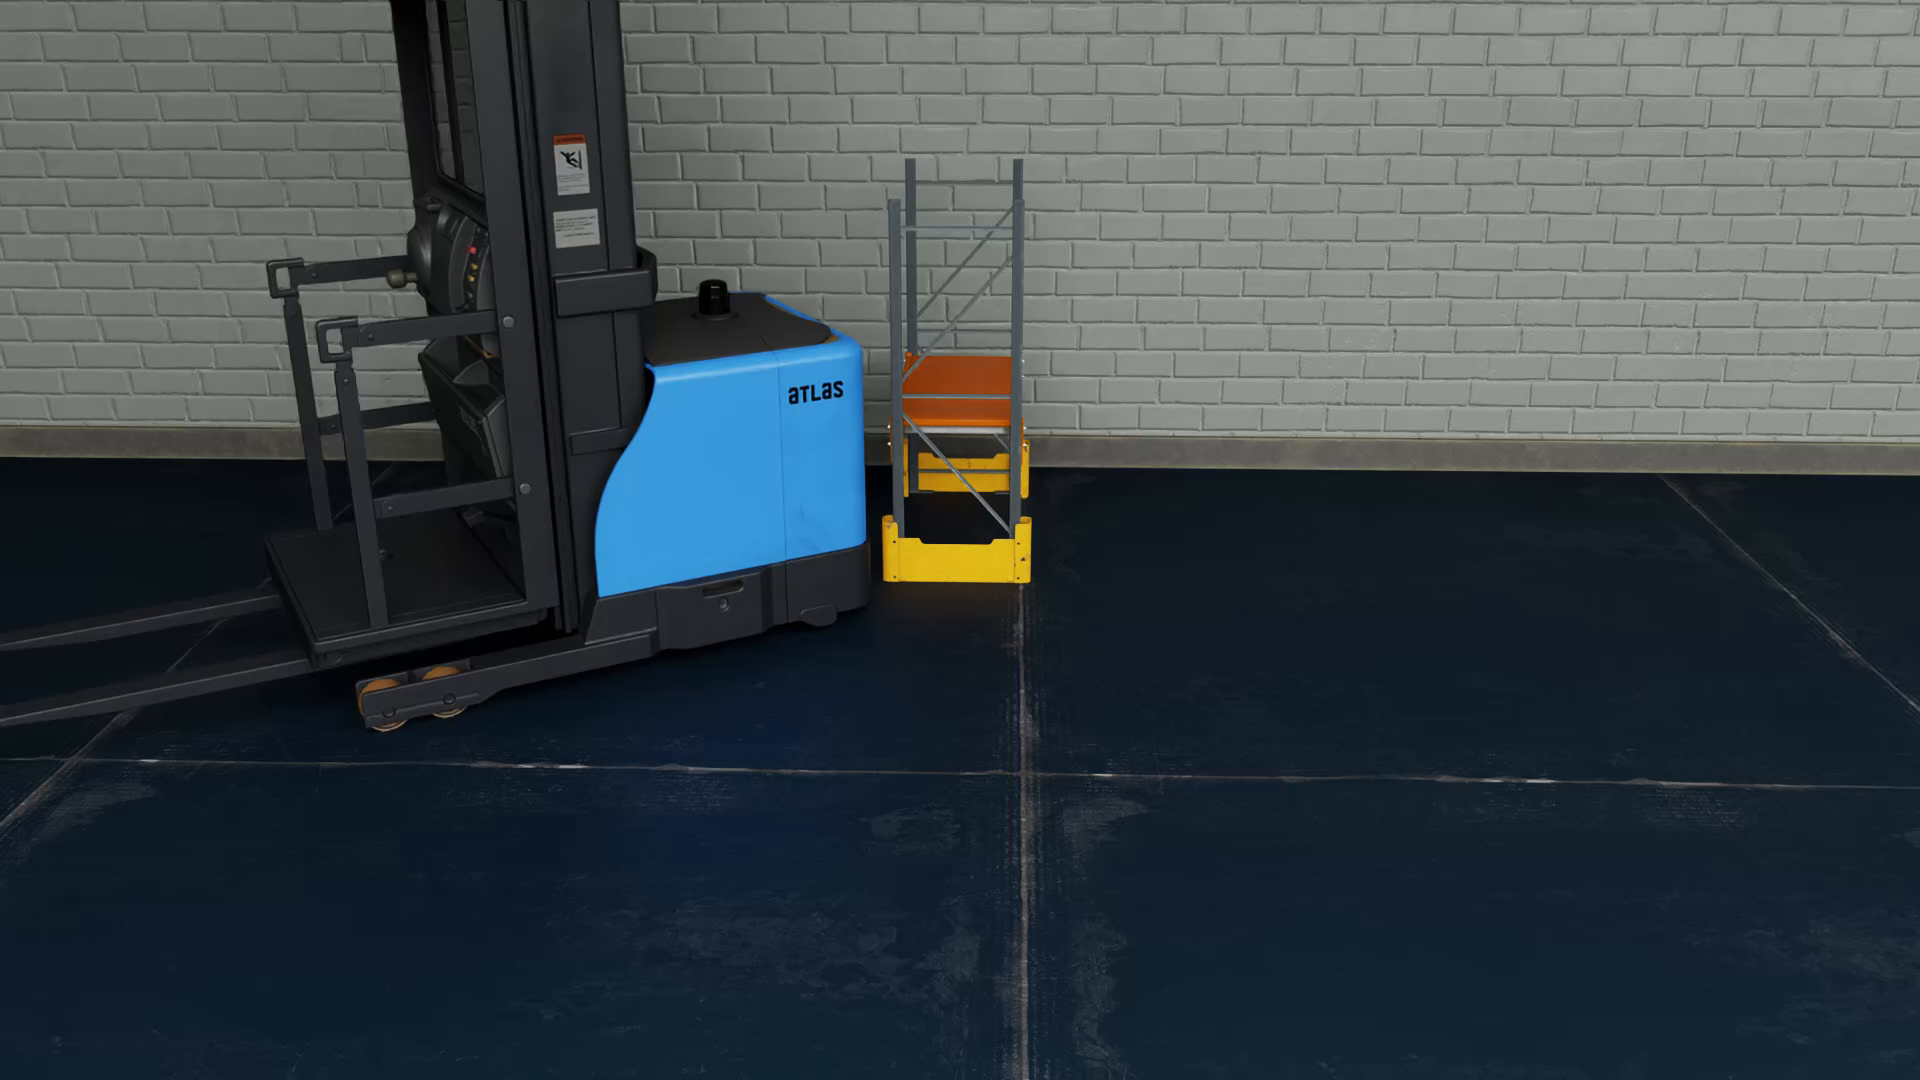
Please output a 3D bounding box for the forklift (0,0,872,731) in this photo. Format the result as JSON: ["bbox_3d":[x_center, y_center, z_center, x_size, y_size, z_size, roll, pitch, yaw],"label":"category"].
[{"bbox_3d":[-1.873,-0.961,5.455,3.031,2.935,1.130,-11,24,-27],"label":"forklift"}]

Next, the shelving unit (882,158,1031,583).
[{"bbox_3d":[0.002,-0.727,6.829,0.587,1.500,1.083,1,21,2],"label":"shelving unit"}]

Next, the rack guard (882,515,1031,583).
[{"bbox_3d":[-0.013,0.036,6.591,0.587,0.250,0.087,1,21,2],"label":"rack guard"}]

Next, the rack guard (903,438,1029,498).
[{"bbox_3d":[0.017,-0.324,7.519,0.587,0.250,0.087,1,21,2],"label":"rack guard"}]

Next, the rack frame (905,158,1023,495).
[{"bbox_3d":[0.018,-0.914,7.311,0.500,1.500,0.032,1,21,2],"label":"rack frame"}]

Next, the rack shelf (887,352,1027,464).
[{"bbox_3d":[0.003,-0.562,6.902,0.538,0.185,1.000,1,21,2],"label":"rack shelf"}]

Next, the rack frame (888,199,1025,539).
[{"bbox_3d":[-0.013,-0.546,6.363,0.500,1.500,0.032,1,21,2],"label":"rack frame"}]
